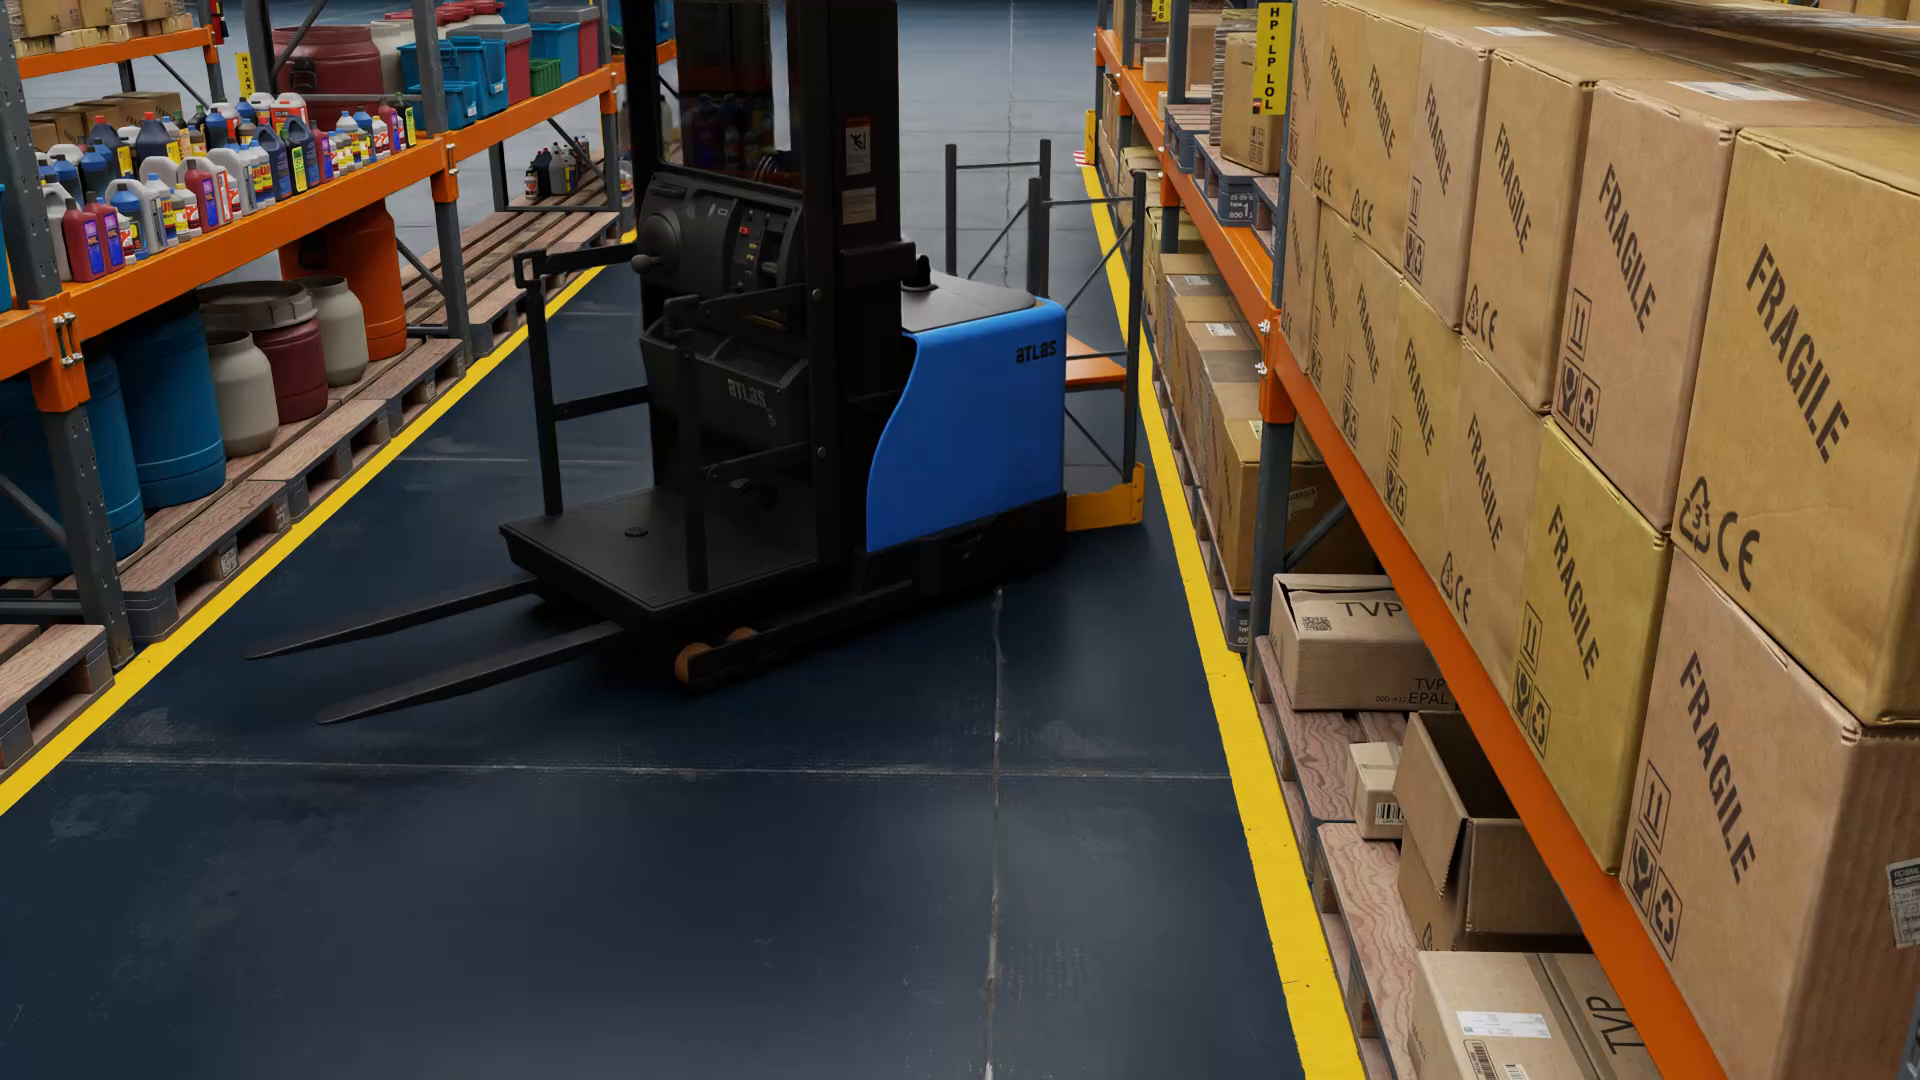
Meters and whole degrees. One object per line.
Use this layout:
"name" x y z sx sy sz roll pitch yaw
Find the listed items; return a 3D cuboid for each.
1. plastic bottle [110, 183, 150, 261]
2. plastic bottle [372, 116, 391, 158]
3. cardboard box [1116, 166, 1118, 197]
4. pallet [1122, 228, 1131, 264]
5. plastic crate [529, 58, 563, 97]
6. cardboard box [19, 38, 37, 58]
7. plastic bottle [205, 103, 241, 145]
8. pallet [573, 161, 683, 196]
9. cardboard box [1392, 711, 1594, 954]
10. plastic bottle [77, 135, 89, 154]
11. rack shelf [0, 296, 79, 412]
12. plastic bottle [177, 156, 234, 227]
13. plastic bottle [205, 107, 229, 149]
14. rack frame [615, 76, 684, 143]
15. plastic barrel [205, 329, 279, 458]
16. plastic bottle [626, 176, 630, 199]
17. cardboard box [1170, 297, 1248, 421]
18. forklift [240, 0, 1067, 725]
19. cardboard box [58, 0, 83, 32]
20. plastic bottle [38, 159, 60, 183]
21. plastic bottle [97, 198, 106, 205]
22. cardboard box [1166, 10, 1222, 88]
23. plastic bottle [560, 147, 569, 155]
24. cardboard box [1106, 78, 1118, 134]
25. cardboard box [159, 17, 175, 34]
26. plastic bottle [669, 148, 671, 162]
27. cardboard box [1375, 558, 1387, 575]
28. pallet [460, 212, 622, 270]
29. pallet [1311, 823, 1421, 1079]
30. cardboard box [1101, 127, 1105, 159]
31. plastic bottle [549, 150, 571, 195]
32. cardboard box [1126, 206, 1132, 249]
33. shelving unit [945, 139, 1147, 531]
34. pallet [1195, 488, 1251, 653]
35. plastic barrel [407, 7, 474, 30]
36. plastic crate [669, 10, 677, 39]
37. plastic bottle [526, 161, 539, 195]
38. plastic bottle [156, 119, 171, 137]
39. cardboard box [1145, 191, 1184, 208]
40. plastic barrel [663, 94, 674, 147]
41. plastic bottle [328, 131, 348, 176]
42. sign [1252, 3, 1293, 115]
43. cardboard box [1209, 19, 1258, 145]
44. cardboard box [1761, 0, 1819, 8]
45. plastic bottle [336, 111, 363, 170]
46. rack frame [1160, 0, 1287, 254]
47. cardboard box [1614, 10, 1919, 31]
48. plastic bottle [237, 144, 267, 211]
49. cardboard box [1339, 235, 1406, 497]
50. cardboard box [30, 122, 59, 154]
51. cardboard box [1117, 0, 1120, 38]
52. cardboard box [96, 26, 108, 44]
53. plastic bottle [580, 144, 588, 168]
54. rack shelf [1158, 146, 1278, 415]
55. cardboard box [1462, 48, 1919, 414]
"plastic bottle" -3.022 -1.158 6.044 0.097 0.271 0.097 0 21 0
"plastic bottle" -2.945 -2.042 8.420 0.097 0.201 0.097 0 21 0
"cardboard box" 1.538 -2.885 13.538 0.500 0.250 0.500 1 21 2
"pallet" 1.759 -2.234 12.495 1.003 0.211 1.213 1 21 2
"plastic crate" -2.980 -3.125 11.230 0.450 0.188 0.662 1 21 2
"cardboard box" -7.852 -4.050 13.667 0.380 0.149 0.250 1 21 2
"plastic bottle" -3.681 -2.033 8.292 0.152 0.276 0.135 1 21 2
"pallet" -3.112 -3.242 15.092 1.003 0.211 1.213 1 21 2
"cardboard box" 1.447 0.729 3.845 0.797 0.503 0.637 1 21 2
"plastic bottle" -3.764 -1.587 7.134 0.061 0.283 0.133 1 21 2
"rack shelf" -3.513 0.094 3.634 1.077 0.370 4.000 1 21 2
"plastic bottle" -3.029 -1.405 6.674 0.152 0.276 0.135 1 21 2
"plastic bottle" -3.651 -1.988 8.184 0.097 0.271 0.097 0 21 0
"rack frame" -3.087 -5.303 16.550 1.000 3.000 0.127 1 21 2
"plastic barrel" -3.291 -0.656 7.432 0.421 0.512 0.421 0 21 0
"plastic bottle" -2.758 -2.905 13.628 0.097 0.201 0.097 0 21 0
"cardboard box" 1.290 -0.863 7.953 0.500 0.500 0.500 0 21 1
"forklift" -1.008 -1.059 5.706 3.031 2.935 1.130 -18 27 -38
"cardboard box" -8.119 -4.621 14.242 0.875 0.500 0.500 1 21 2
"plastic bottle" -3.612 -1.370 6.592 0.097 0.271 0.097 0 21 0
"plastic bottle" -3.171 -1.162 6.151 0.097 0.201 0.097 0 21 0
"cardboard box" 1.686 -3.380 11.454 0.500 0.500 0.500 2 21 6
"plastic bottle" -3.453 -3.273 14.475 0.152 0.276 0.135 1 21 3
"cardboard box" 1.609 -3.958 15.266 0.500 0.500 0.500 1 21 2
"cardboard box" -7.805 -4.954 15.997 0.380 0.149 0.250 1 21 2
"plastic bottle" -2.705 -3.535 15.253 0.097 0.201 0.097 0 21 0
"cardboard box" 1.757 -0.121 6.040 0.500 0.500 0.500 0 21 -1
"pallet" -3.194 -2.273 12.594 1.003 0.211 1.213 1 21 2
"pallet" 1.443 1.082 3.949 1.003 0.211 1.213 1 21 2
"cardboard box" 1.614 -3.789 15.868 0.500 0.250 0.500 1 21 2
"plastic bottle" -3.333 -3.062 13.826 0.144 0.351 0.185 1 21 2
"cardboard box" 1.452 -2.200 11.772 0.500 0.250 0.500 0 21 0
"shelving unit" 0.346 -0.928 7.347 0.587 1.500 1.083 -7 22 -18
"pallet" 1.486 0.097 6.487 1.003 0.211 1.213 1 21 2
"plastic barrel" -3.479 -3.312 11.229 0.433 0.535 0.433 0 21 0
"plastic crate" -2.829 -4.815 15.497 0.499 0.251 0.408 1 21 2
"plastic bottle" -3.524 -2.973 13.692 0.061 0.283 0.133 2 21 4
"plastic bottle" -3.726 -1.822 7.756 0.097 0.271 0.097 0 21 0
"cardboard box" 1.418 -2.093 10.721 0.500 0.311 0.500 0 21 1
"plastic barrel" -3.031 -4.100 16.309 0.421 0.512 0.421 0 21 0
"plastic bottle" -2.963 -1.831 7.876 0.097 0.201 0.097 0 21 0
"sign" 0.944 -1.453 5.027 0.100 0.325 0.005 1 21 2
"cardboard box" 1.495 -2.040 7.420 0.700 0.500 0.500 5 22 12
"cardboard box" 6.399 -4.211 12.879 0.500 0.500 0.500 1 21 1
"plastic bottle" -2.957 -1.934 8.045 0.097 0.271 0.097 0 21 0
"rack frame" 1.620 -2.355 8.951 1.000 3.000 0.127 1 21 2
"cardboard box" 1.714 -0.868 3.599 0.500 0.500 0.500 1 21 2
"plastic bottle" -2.991 -1.528 6.998 0.097 0.271 0.097 0 21 0
"cardboard box" 1.181 -0.408 3.795 0.500 0.500 0.500 1 21 1
"cardboard box" -8.098 -3.293 14.245 0.500 0.500 0.500 8 22 19
"cardboard box" 1.826 -4.935 15.464 0.700 0.500 0.500 1 21 3
"cardboard box" -7.858 -4.502 14.833 0.380 0.149 0.250 1 21 2
"plastic bottle" -3.457 -3.514 15.199 0.097 0.201 0.097 0 21 0
"rack shelf" 1.560 -1.296 7.218 1.077 0.370 4.000 1 21 2
"cardboard box" 1.141 -0.509 2.674 0.500 0.500 0.500 1 21 3
